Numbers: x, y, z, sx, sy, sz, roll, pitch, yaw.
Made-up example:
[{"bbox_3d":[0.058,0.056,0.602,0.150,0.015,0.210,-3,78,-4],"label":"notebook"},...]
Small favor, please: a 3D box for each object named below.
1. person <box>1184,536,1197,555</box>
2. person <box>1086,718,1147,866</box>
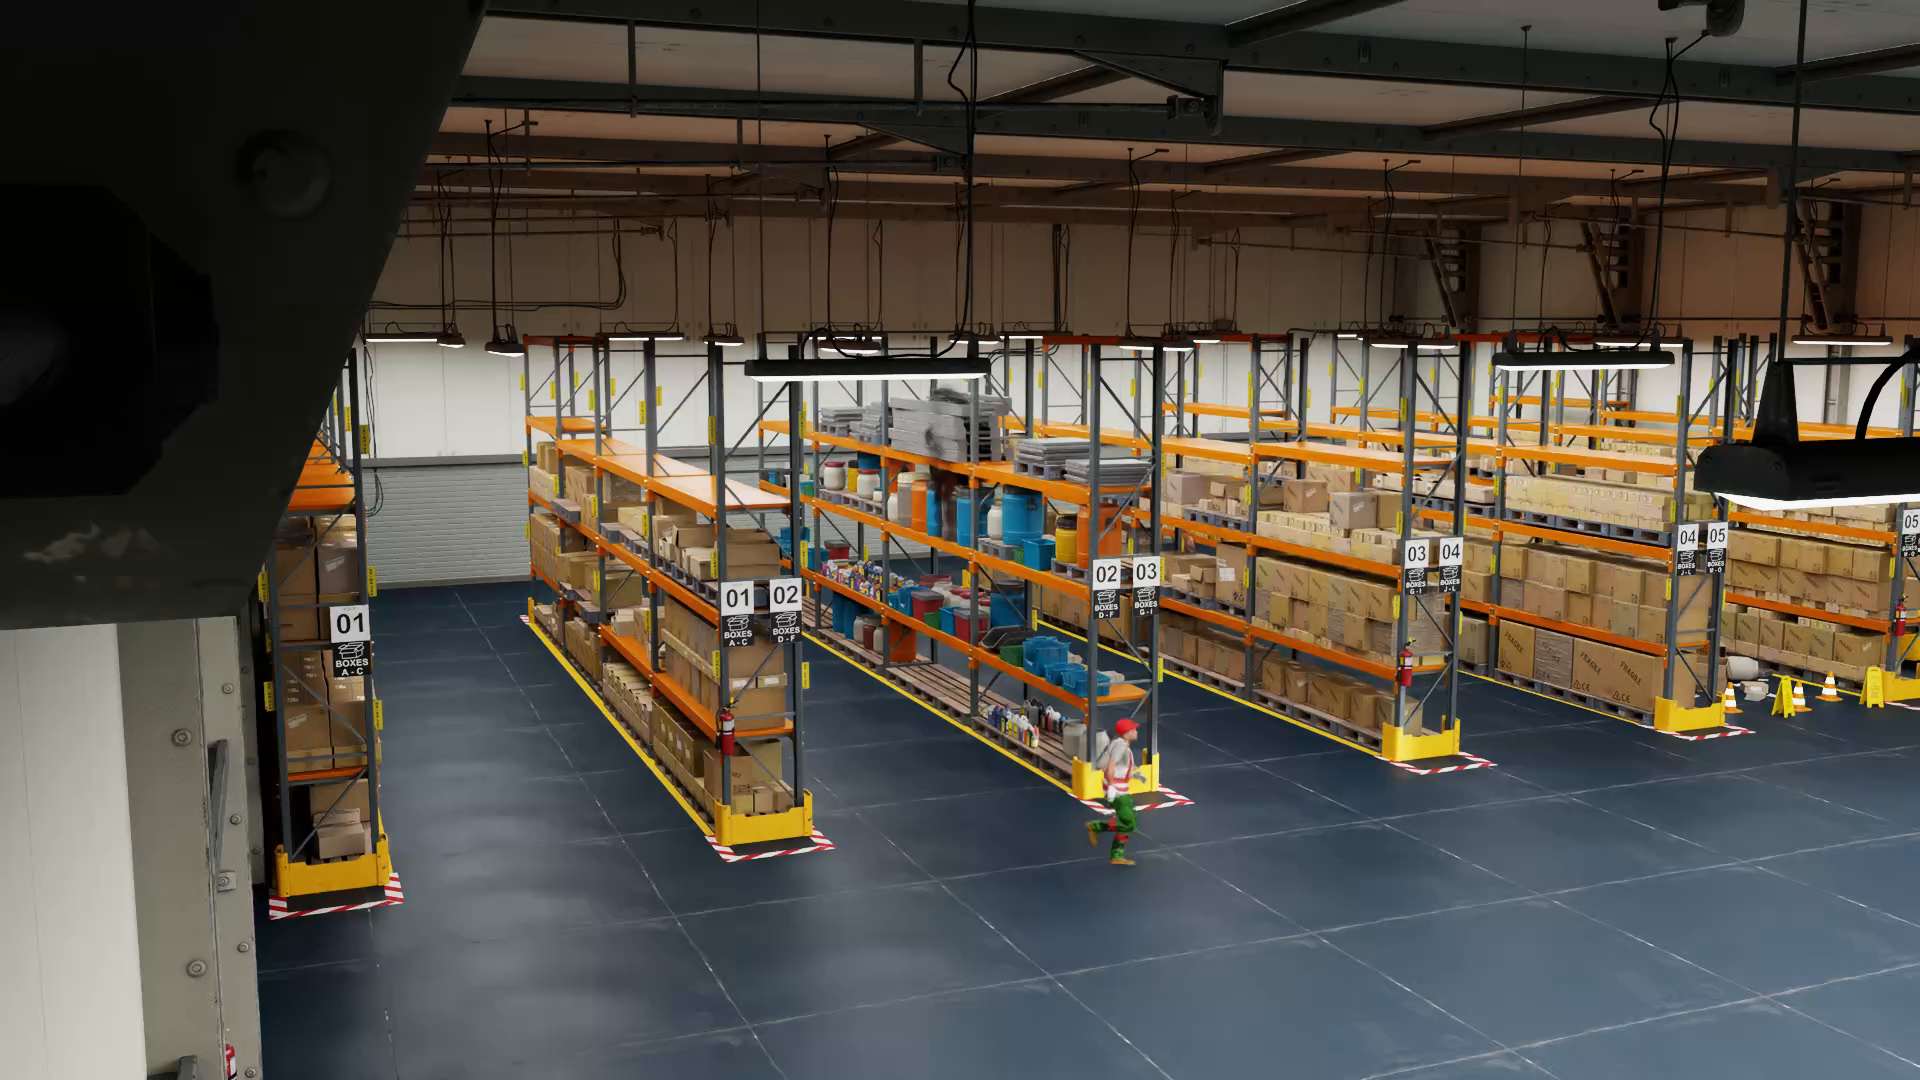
[{"bbox_3d":[4.736,0.818,34.805,0.674,1.841,0.950,-5,9,-32],"label":"person"},{"bbox_3d":[1.821,2.931,19.325,0.709,1.734,0.703,1,8,4],"label":"person"}]
